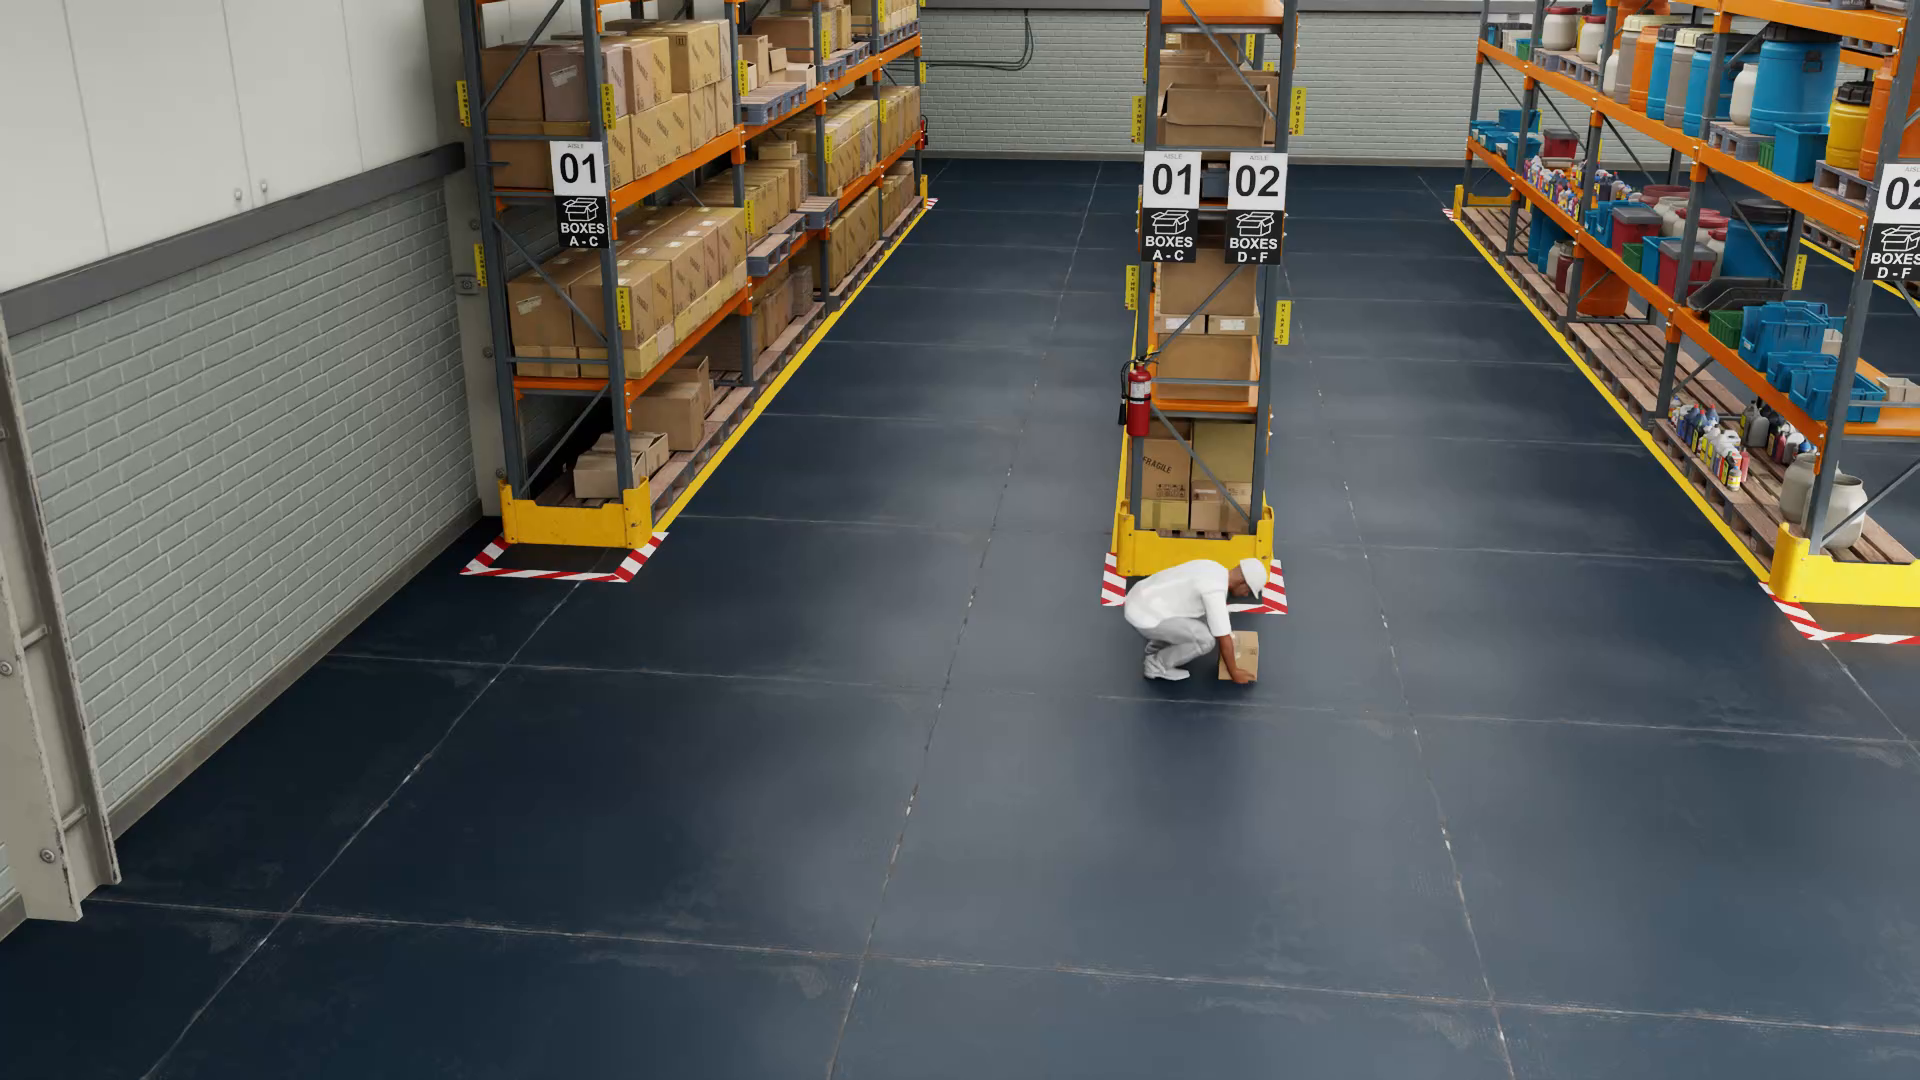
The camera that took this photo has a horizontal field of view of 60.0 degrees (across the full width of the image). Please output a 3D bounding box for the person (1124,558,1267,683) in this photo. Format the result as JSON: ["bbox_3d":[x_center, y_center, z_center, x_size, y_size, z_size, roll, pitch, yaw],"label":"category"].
[{"bbox_3d":[1.563,0.533,11.124,0.934,0.887,0.540,2,21,6],"label":"person"}]
